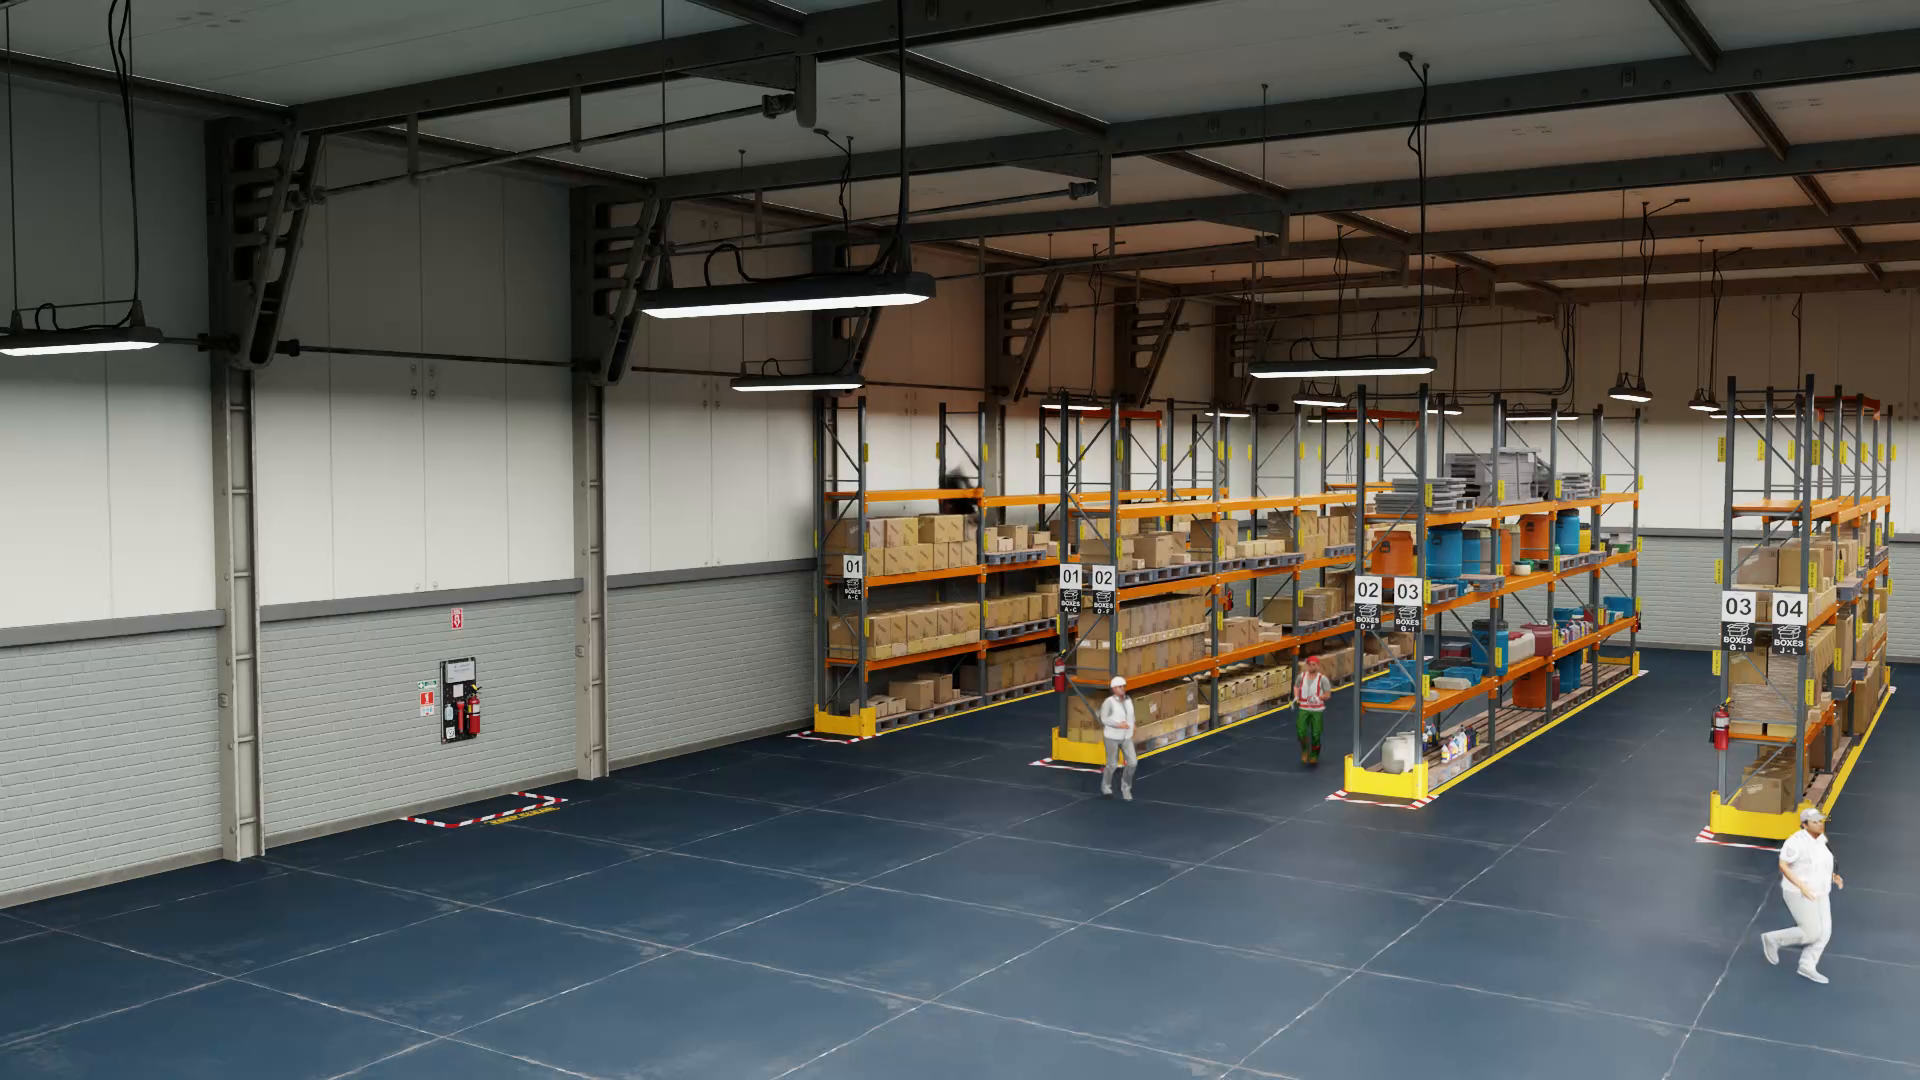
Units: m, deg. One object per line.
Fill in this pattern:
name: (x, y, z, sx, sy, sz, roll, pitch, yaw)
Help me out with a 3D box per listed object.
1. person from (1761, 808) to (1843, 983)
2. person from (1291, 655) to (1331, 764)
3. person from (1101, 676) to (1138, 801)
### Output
person: (8.079, 3.363, 15.892, 0.603, 1.644, 0.583, -2, 3, -30)
person: (5.577, 2.715, 26.486, 0.646, 1.742, 0.650, 1, 3, 23)
person: (2.311, 2.878, 23.981, 0.672, 1.832, 0.731, -1, 3, -26)
